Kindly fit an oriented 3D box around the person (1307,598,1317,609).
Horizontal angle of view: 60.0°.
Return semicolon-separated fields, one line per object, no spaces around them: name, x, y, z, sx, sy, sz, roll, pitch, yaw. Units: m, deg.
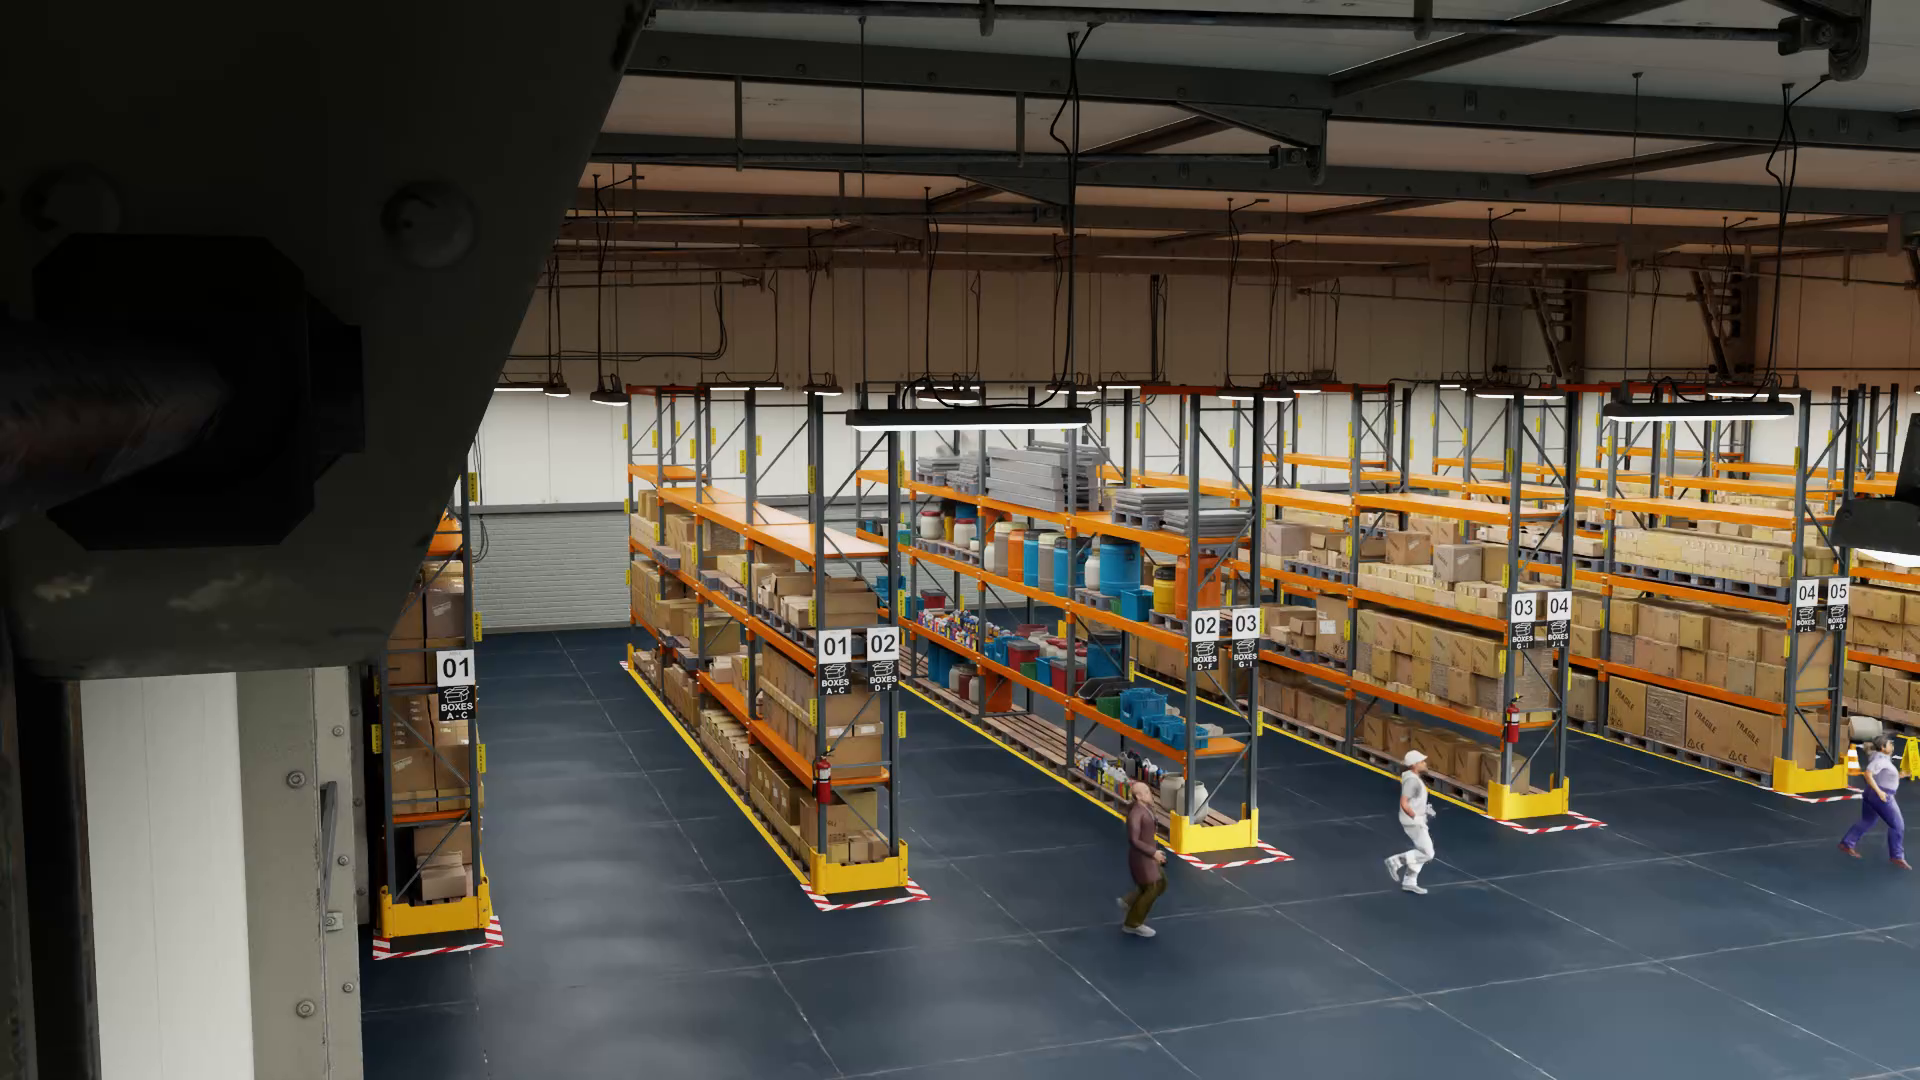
person;8.998;1.127;41.974;0.741;1.818;0.668;-1;6;-14

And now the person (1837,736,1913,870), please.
person;11.689;3.324;21.158;0.819;1.693;0.587;1;6;11

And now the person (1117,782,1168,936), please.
person;2.041;3.555;18.593;0.571;1.741;0.717;1;6;11

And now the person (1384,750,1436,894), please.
person;5.476;3.371;20.104;0.548;1.679;0.672;1;6;12
